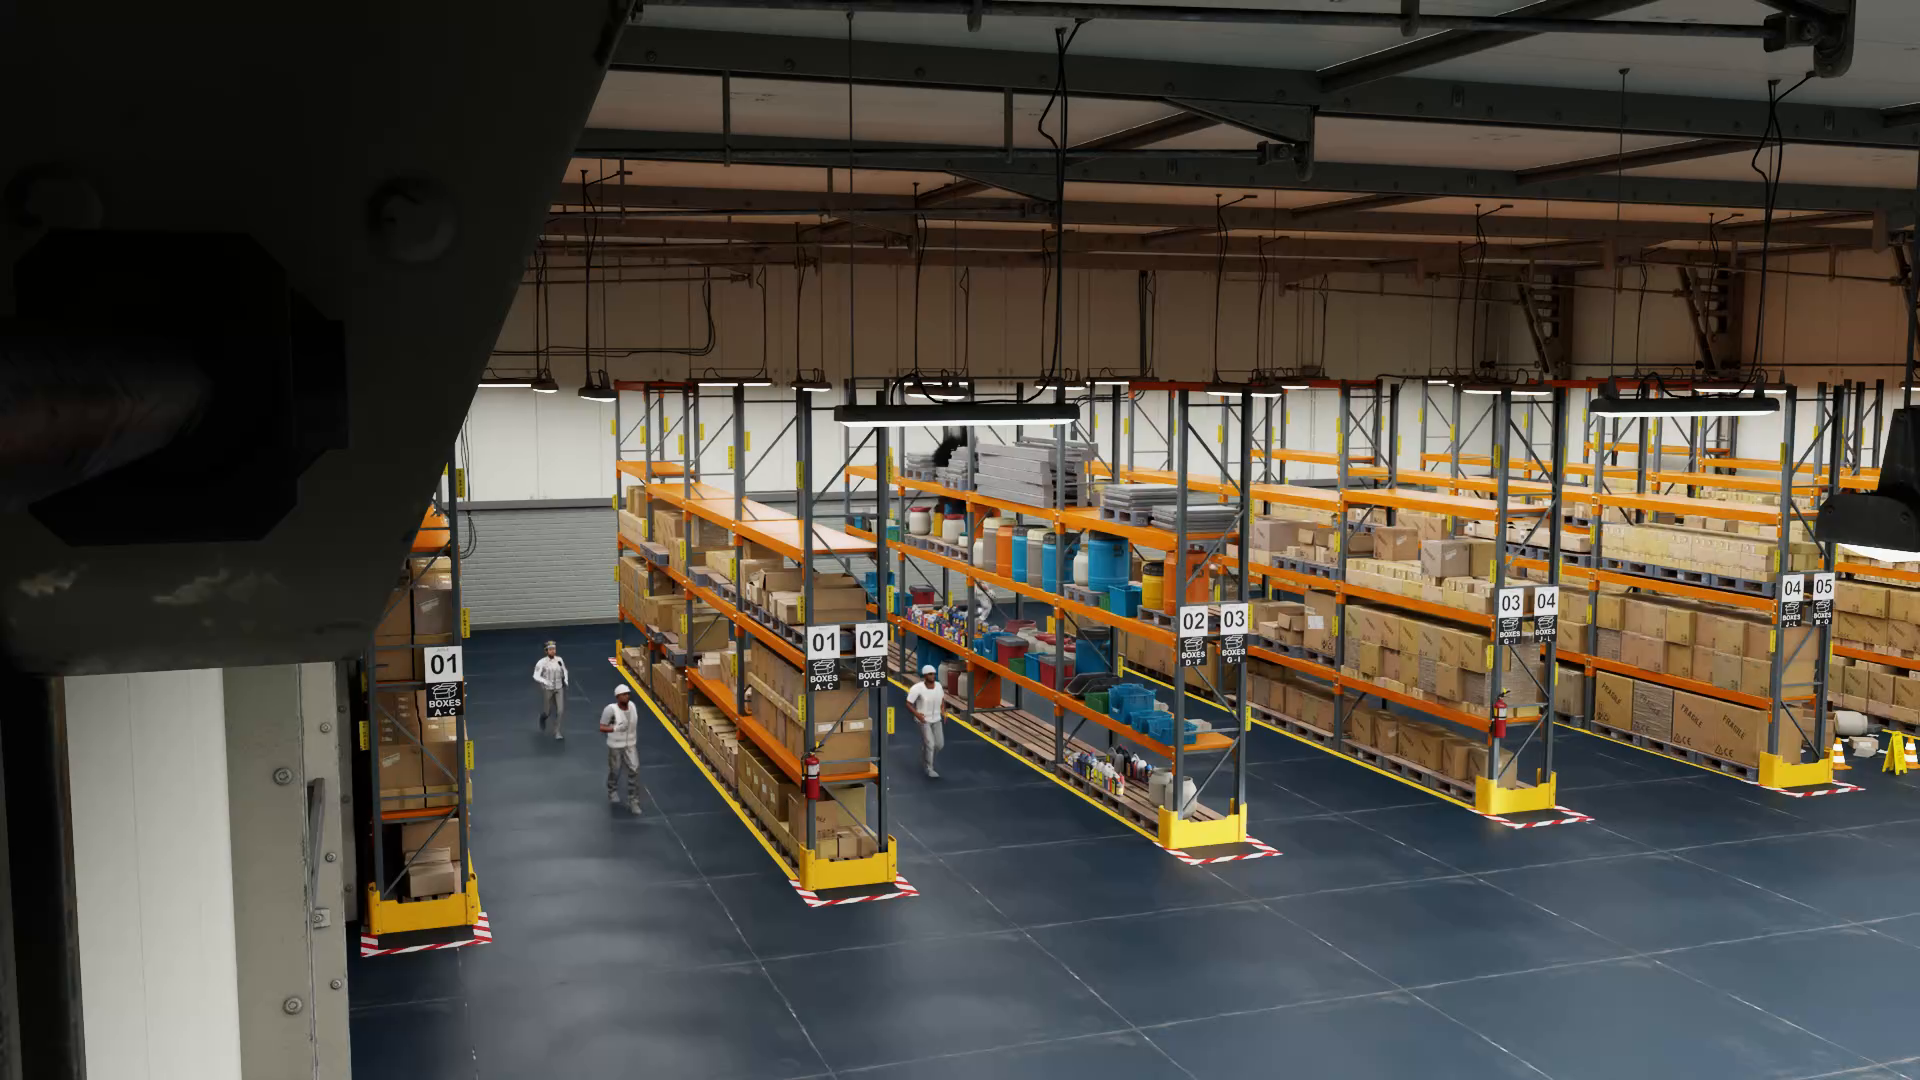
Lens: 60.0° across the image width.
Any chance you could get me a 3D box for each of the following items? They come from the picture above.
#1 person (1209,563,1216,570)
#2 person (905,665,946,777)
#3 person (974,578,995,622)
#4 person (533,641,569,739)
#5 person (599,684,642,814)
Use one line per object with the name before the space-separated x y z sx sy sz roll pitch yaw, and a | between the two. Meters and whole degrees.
person | 5.961 1.343 39.679 0.613 1.595 0.533 0 6 3
person | -0.523 2.769 25.600 0.708 1.725 0.585 -4 7 -32
person | 0.502 1.289 39.556 0.676 1.752 0.670 0 6 1
person | -6.923 2.523 28.226 0.625 1.654 0.724 -4 7 -32
person | -4.836 2.959 23.617 0.646 1.847 0.797 -5 8 -37
